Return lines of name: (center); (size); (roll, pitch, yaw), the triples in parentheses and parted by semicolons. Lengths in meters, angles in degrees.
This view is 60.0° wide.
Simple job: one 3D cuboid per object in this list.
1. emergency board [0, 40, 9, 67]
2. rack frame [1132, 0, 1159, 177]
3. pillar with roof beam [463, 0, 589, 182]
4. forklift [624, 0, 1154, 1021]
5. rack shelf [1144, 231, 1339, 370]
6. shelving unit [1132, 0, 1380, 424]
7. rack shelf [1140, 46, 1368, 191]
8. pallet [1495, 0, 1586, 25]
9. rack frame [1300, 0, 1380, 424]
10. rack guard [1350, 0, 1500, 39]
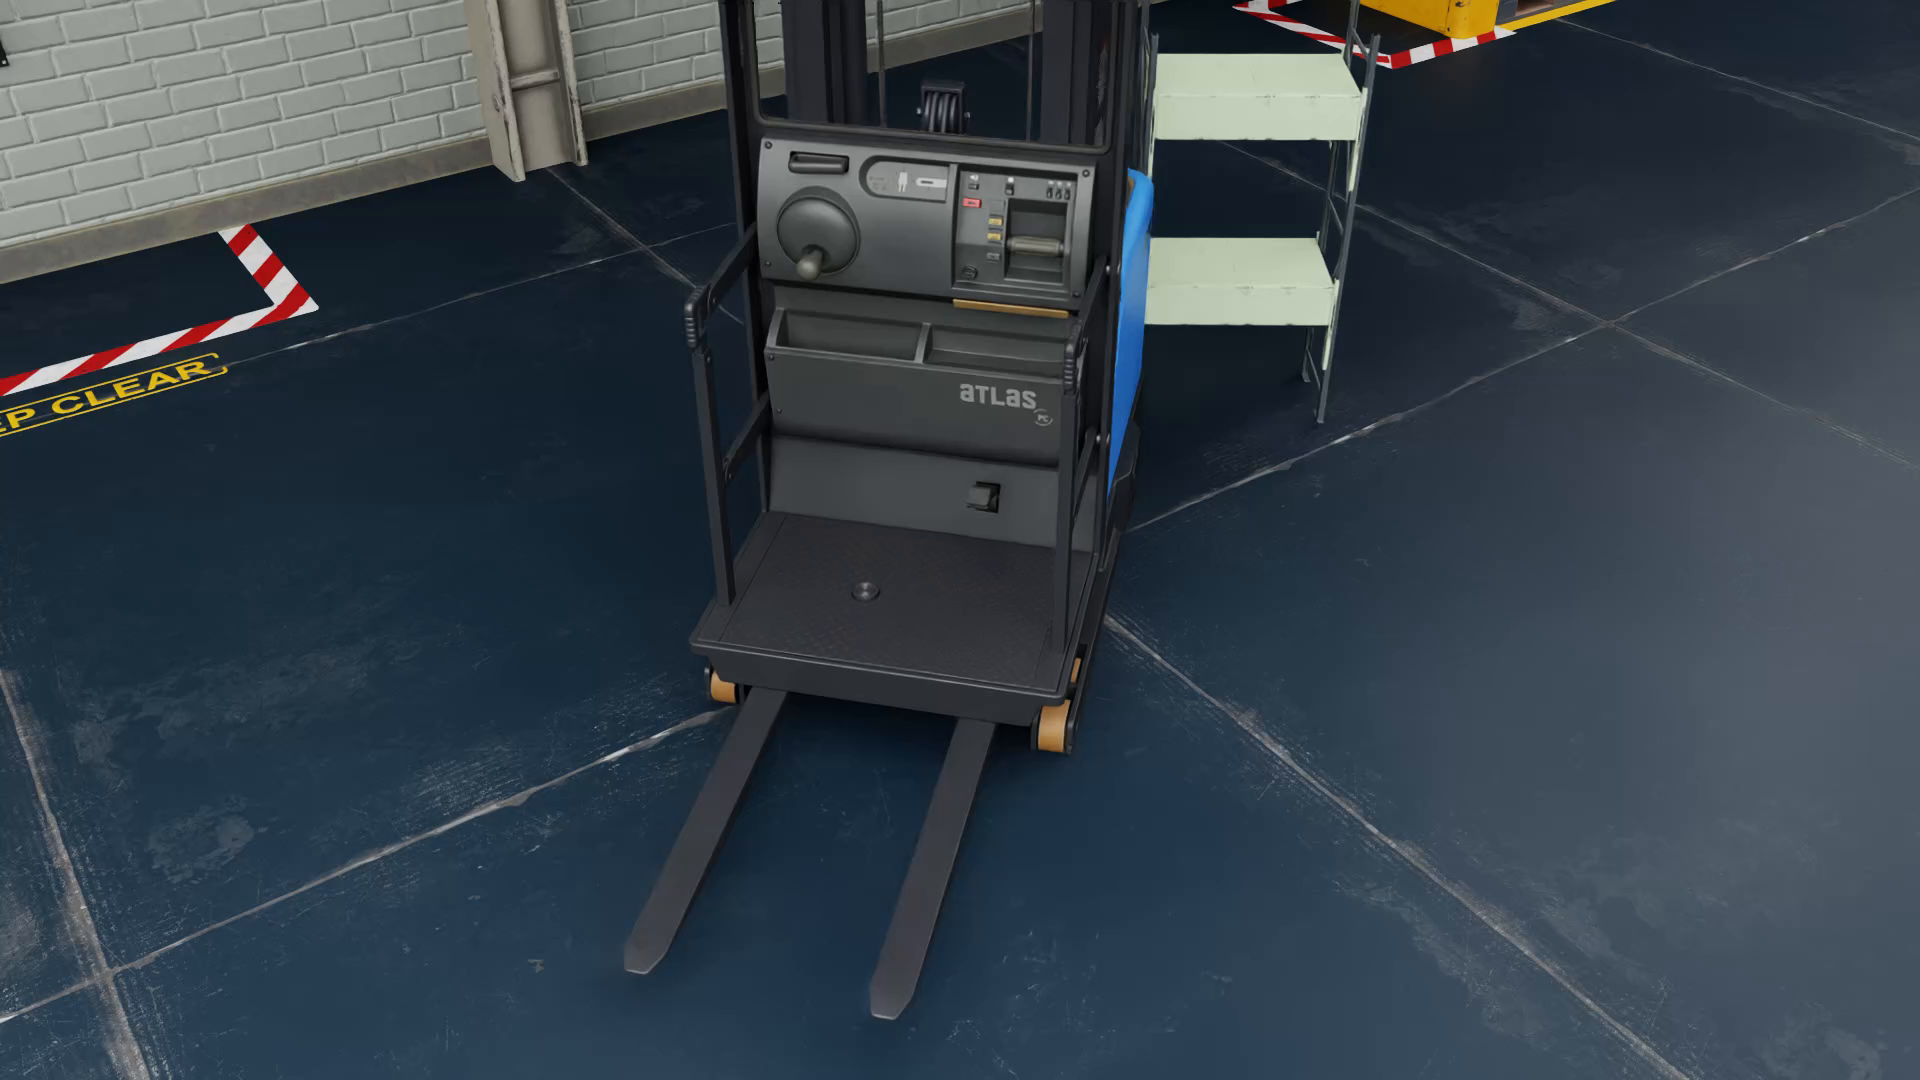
emergency board: (-4.162, -2.309, 6.392); (0.643, 1.169, 0.194); (-22, 41, -28)
rack frame: (0.648, -1.175, 6.099); (0.023, 1.500, 0.400); (0, 36, 0)
pillar with roof beam: (0.360, -3.503, 2.914); (0.400, 9.000, 9.100); (-22, 41, -28)
forklift: (-0.145, -0.808, 4.363); (1.130, 2.935, 3.031); (7, 36, 10)
rack shelf: (1.014, -0.908, 6.287); (0.720, 0.370, 0.431); (0, 36, 0)
shelving unit: (1.014, -1.173, 6.097); (0.755, 1.500, 0.431); (0, 36, 0)
rack shelf: (1.014, -1.490, 5.869); (0.720, 0.370, 0.431); (0, 36, 0)
pallet: (3.457, -3.642, 10.633); (1.213, 0.211, 1.003); (-22, 41, -28)
rack frame: (1.380, -1.172, 6.094); (0.023, 1.500, 0.400); (0, 36, 0)
rack guard: (2.772, -3.503, 10.192); (0.348, 0.500, 1.175); (-22, 41, -28)
